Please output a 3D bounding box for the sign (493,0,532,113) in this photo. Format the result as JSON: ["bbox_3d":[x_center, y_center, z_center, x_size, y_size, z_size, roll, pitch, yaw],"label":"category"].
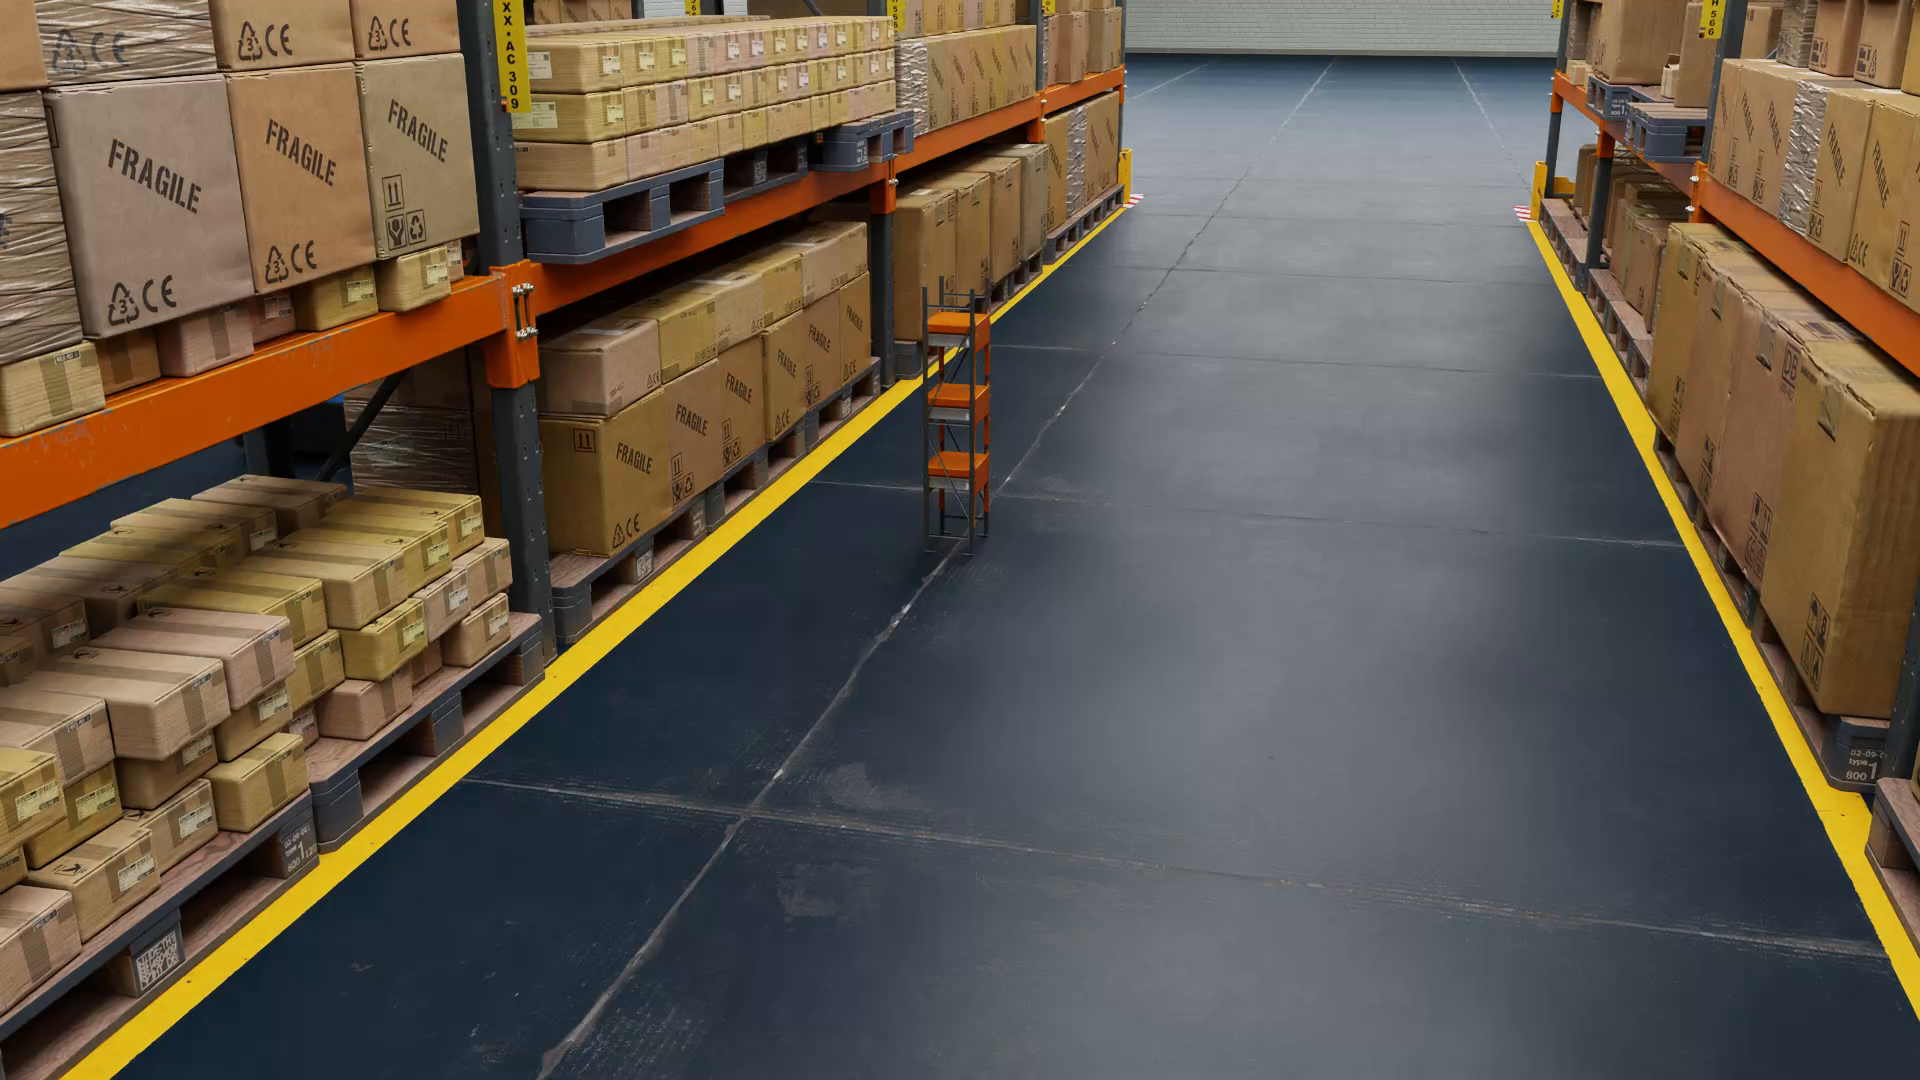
[{"bbox_3d":[-1.308,-1.414,4.846,0.100,0.325,0.005,5,19,13],"label":"sign"}]

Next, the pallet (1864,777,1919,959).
[{"bbox_3d":[2.687,0.931,3.636,1.003,0.211,1.213,5,19,13],"label":"pallet"}]

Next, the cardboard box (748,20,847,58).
[{"bbox_3d":[-0.723,-2.225,7.380,0.380,0.149,0.250,5,20,15],"label":"cardboard box"}]

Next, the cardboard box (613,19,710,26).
[{"bbox_3d":[-1.352,-2.286,7.558,0.380,0.149,0.250,4,19,11],"label":"cardboard box"}]

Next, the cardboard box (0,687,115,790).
[{"bbox_3d":[-2.085,0.440,3.598,0.380,0.149,0.250,5,19,14],"label":"cardboard box"}]

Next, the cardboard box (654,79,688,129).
[{"bbox_3d":[-1.170,-1.514,5.760,0.380,0.149,0.250,5,20,15],"label":"cardboard box"}]

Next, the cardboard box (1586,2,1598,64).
[{"bbox_3d":[5.550,-4.081,13.379,0.875,0.500,0.500,5,19,13],"label":"cardboard box"}]

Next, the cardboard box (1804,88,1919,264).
[{"bbox_3d":[3.047,-1.155,5.275,0.500,0.500,0.500,4,19,13],"label":"cardboard box"}]

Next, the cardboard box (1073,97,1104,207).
[{"bbox_3d":[0.781,-3.505,14.946,0.875,0.875,0.875,4,19,13],"label":"cardboard box"}]

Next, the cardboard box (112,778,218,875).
[{"bbox_3d":[-1.983,0.657,3.885,0.380,0.149,0.250,5,19,14],"label":"cardboard box"}]

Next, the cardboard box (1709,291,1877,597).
[{"bbox_3d":[3.303,-0.297,5.553,1.225,0.875,0.875,4,19,11],"label":"cardboard box"}]

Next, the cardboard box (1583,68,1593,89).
[{"bbox_3d":[5.051,-3.569,12.885,0.380,0.149,0.250,5,19,13],"label":"cardboard box"}]

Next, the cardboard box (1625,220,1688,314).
[{"bbox_3d":[4.461,-1.640,10.034,0.700,0.500,0.500,3,19,9],"label":"cardboard box"}]

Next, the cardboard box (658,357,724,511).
[{"bbox_3d":[-1.271,-0.437,6.543,0.500,0.500,0.500,6,20,16],"label":"cardboard box"}]

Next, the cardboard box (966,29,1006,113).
[{"bbox_3d":[0.003,-3.098,10.961,0.500,0.500,0.500,5,19,14],"label":"cardboard box"}]

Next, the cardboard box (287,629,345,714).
[{"bbox_3d":[-1.864,0.331,4.378,0.380,0.149,0.250,5,19,14],"label":"cardboard box"}]

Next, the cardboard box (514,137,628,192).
[{"bbox_3d":[-1.294,-1.211,5.332,0.380,0.149,0.250,4,19,11],"label":"cardboard box"}]

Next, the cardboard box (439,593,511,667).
[{"bbox_3d":[-1.602,0.256,5.059,0.380,0.149,0.250,5,19,14],"label":"cardboard box"}]

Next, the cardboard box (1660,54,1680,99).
[{"bbox_3d":[4.072,-2.554,9.082,0.396,0.266,0.258,4,19,12],"label":"cardboard box"}]

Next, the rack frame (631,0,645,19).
[{"bbox_3d":[-3.729,-5.165,17.168,1.000,3.000,0.127,5,19,13],"label":"rack frame"}]

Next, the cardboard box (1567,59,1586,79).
[{"bbox_3d":[5.424,-4.039,14.260,0.380,0.149,0.250,5,19,13],"label":"cardboard box"}]

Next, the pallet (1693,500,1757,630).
[{"bbox_3d":[3.360,0.067,6.164,1.003,0.211,1.213,5,19,13],"label":"pallet"}]

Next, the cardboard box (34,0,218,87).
[{"bbox_3d":[-1.949,-1.215,3.443,0.500,0.500,0.500,5,20,15],"label":"cardboard box"}]

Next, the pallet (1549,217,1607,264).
[{"bbox_3d":[5.329,-2.406,13.404,1.003,0.211,1.213,5,19,13],"label":"pallet"}]

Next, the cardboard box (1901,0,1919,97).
[{"bbox_3d":[3.276,-1.558,4.902,0.797,0.503,0.637,5,19,14],"label":"cardboard box"}]

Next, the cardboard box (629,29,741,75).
[{"bbox_3d":[-1.041,-1.819,6.192,0.380,0.149,0.250,4,19,13],"label":"cardboard box"}]

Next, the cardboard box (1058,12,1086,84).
[{"bbox_3d":[0.555,-4.074,13.741,0.875,0.550,0.550,5,19,13],"label":"cardboard box"}]

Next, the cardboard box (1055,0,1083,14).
[{"bbox_3d":[0.529,-4.587,13.573,0.875,0.550,0.550,5,19,13],"label":"cardboard box"}]

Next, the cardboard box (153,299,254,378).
[{"bbox_3d":[-1.884,-0.483,3.849,0.380,0.149,0.250,4,19,11],"label":"cardboard box"}]

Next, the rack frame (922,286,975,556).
[{"bbox_3d":[-0.043,-0.442,6.357,0.200,1.050,0.008,5,19,13],"label":"rack frame"}]

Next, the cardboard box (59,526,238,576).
[{"bbox_3d":[-2.260,0.081,4.651,0.380,0.149,0.250,4,19,13],"label":"cardboard box"}]

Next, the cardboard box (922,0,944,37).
[{"bbox_3d":[-0.494,-3.278,9.943,0.700,0.500,0.500,4,19,13],"label":"cardboard box"}]

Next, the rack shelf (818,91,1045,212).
[{"bbox_3d":[-0.370,-2.585,10.727,1.077,0.370,4.000,5,19,13],"label":"rack shelf"}]

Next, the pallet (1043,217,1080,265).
[{"bbox_3d":[0.380,-2.464,13.576,1.003,0.211,1.213,5,19,13],"label":"pallet"}]

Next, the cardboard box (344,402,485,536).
[{"bbox_3d":[-1.900,-0.312,6.178,0.500,0.500,0.500,4,19,12],"label":"cardboard box"}]

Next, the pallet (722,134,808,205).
[{"bbox_3d":[-1.303,-1.584,6.980,1.003,0.211,1.213,5,19,13],"label":"pallet"}]

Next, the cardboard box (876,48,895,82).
[{"bbox_3d":[-0.538,-2.328,8.141,0.380,0.149,0.250,5,20,15],"label":"cardboard box"}]

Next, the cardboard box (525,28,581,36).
[{"bbox_3d":[-1.670,-1.871,6.344,0.380,0.149,0.250,4,19,12],"label":"cardboard box"}]

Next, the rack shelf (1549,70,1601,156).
[{"bbox_3d":[5.392,-3.415,13.158,1.077,0.370,4.000,5,19,13],"label":"rack shelf"}]

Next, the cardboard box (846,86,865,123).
[{"bbox_3d":[-0.659,-2.029,7.725,0.380,0.149,0.250,5,19,14],"label":"cardboard box"}]

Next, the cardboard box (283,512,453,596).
[{"bbox_3d":[-1.695,0.040,4.771,0.380,0.149,0.250,5,19,14],"label":"cardboard box"}]

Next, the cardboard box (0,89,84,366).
[{"bbox_3d":[-2.079,-0.580,3.131,0.500,0.500,0.500,4,19,12],"label":"cardboard box"}]

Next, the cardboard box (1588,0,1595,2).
[{"bbox_3d":[4.990,-4.266,12.375,0.500,0.500,0.500,5,19,13],"label":"cardboard box"}]

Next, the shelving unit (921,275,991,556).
[{"bbox_3d":[-0.013,-0.480,6.469,0.215,1.050,0.252,5,19,13],"label":"shelving unit"}]

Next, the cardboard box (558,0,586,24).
[{"bbox_3d":[-3.847,-4.848,15.625,0.500,0.500,0.500,5,19,13],"label":"cardboard box"}]

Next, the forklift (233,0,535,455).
[{"bbox_3d":[-2.544,-2.192,8.570,1.130,2.935,3.031,5,19,14],"label":"forklift"}]

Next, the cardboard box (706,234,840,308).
[{"bbox_3d":[-0.885,-1.275,7.836,0.500,0.250,0.500,5,19,14],"label":"cardboard box"}]

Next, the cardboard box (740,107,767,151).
[{"bbox_3d":[-0.980,-1.621,6.532,0.380,0.149,0.250,4,19,12],"label":"cardboard box"}]

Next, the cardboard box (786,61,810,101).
[{"bbox_3d":[-0.851,-1.923,6.957,0.380,0.149,0.250,5,20,15],"label":"cardboard box"}]

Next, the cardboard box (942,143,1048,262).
[{"bbox_3d":[0.054,-2.484,12.151,1.050,0.750,0.750,5,19,13],"label":"cardboard box"}]

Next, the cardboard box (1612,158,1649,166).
[{"bbox_3d":[5.428,-2.819,13.517,0.500,0.500,0.500,7,20,18],"label":"cardboard box"}]

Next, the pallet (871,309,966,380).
[{"bbox_3d":[-0.593,-1.220,9.932,1.003,0.211,1.213,5,19,13],"label":"pallet"}]
